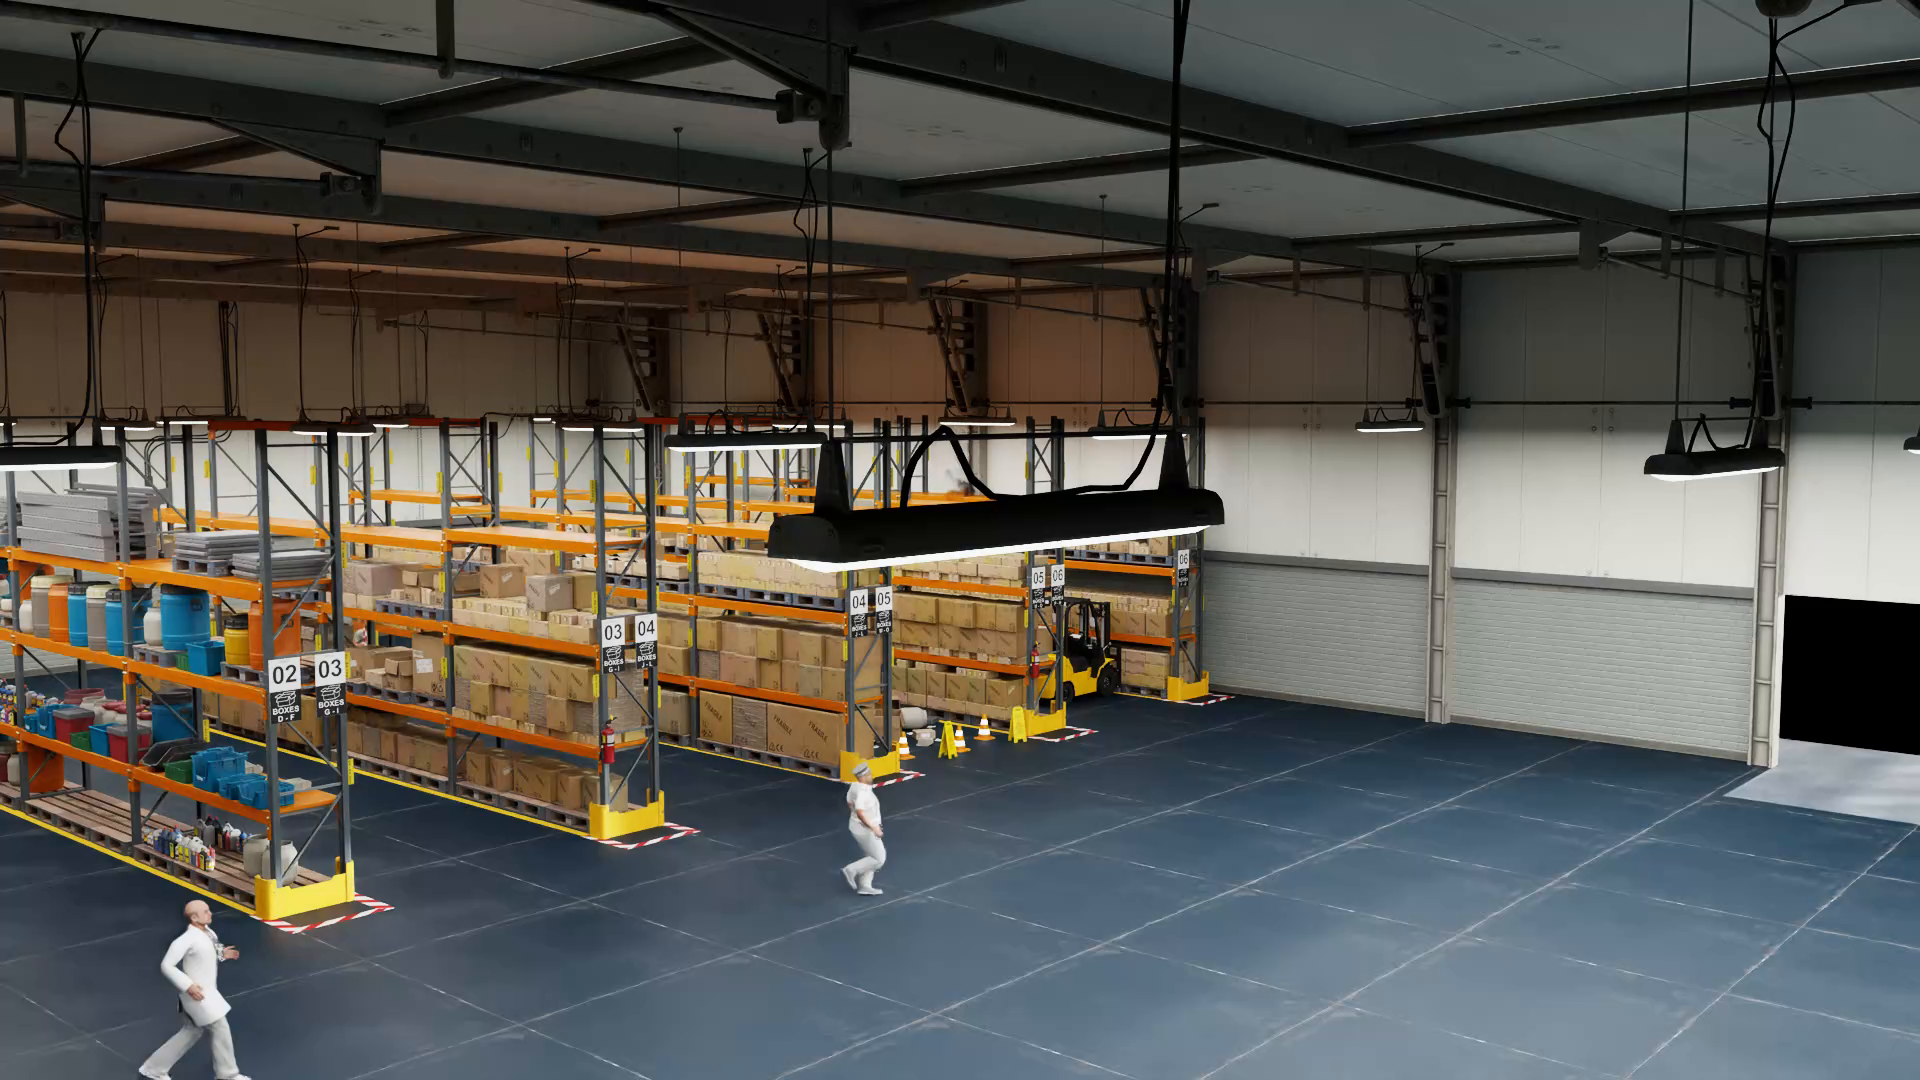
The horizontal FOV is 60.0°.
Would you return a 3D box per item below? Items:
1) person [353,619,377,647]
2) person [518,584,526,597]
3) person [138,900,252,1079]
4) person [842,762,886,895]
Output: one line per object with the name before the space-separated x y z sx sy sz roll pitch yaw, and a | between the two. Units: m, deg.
person | -12.611 2.479 35.366 0.941 1.774 0.665 4 6 41
person | -11.412 1.895 43.052 0.862 1.713 0.655 -3 6 -34
person | -6.996 4.175 15.210 0.987 1.804 0.671 -2 5 -21
person | -1.254 3.704 21.303 0.598 1.745 0.672 -2 5 -19
